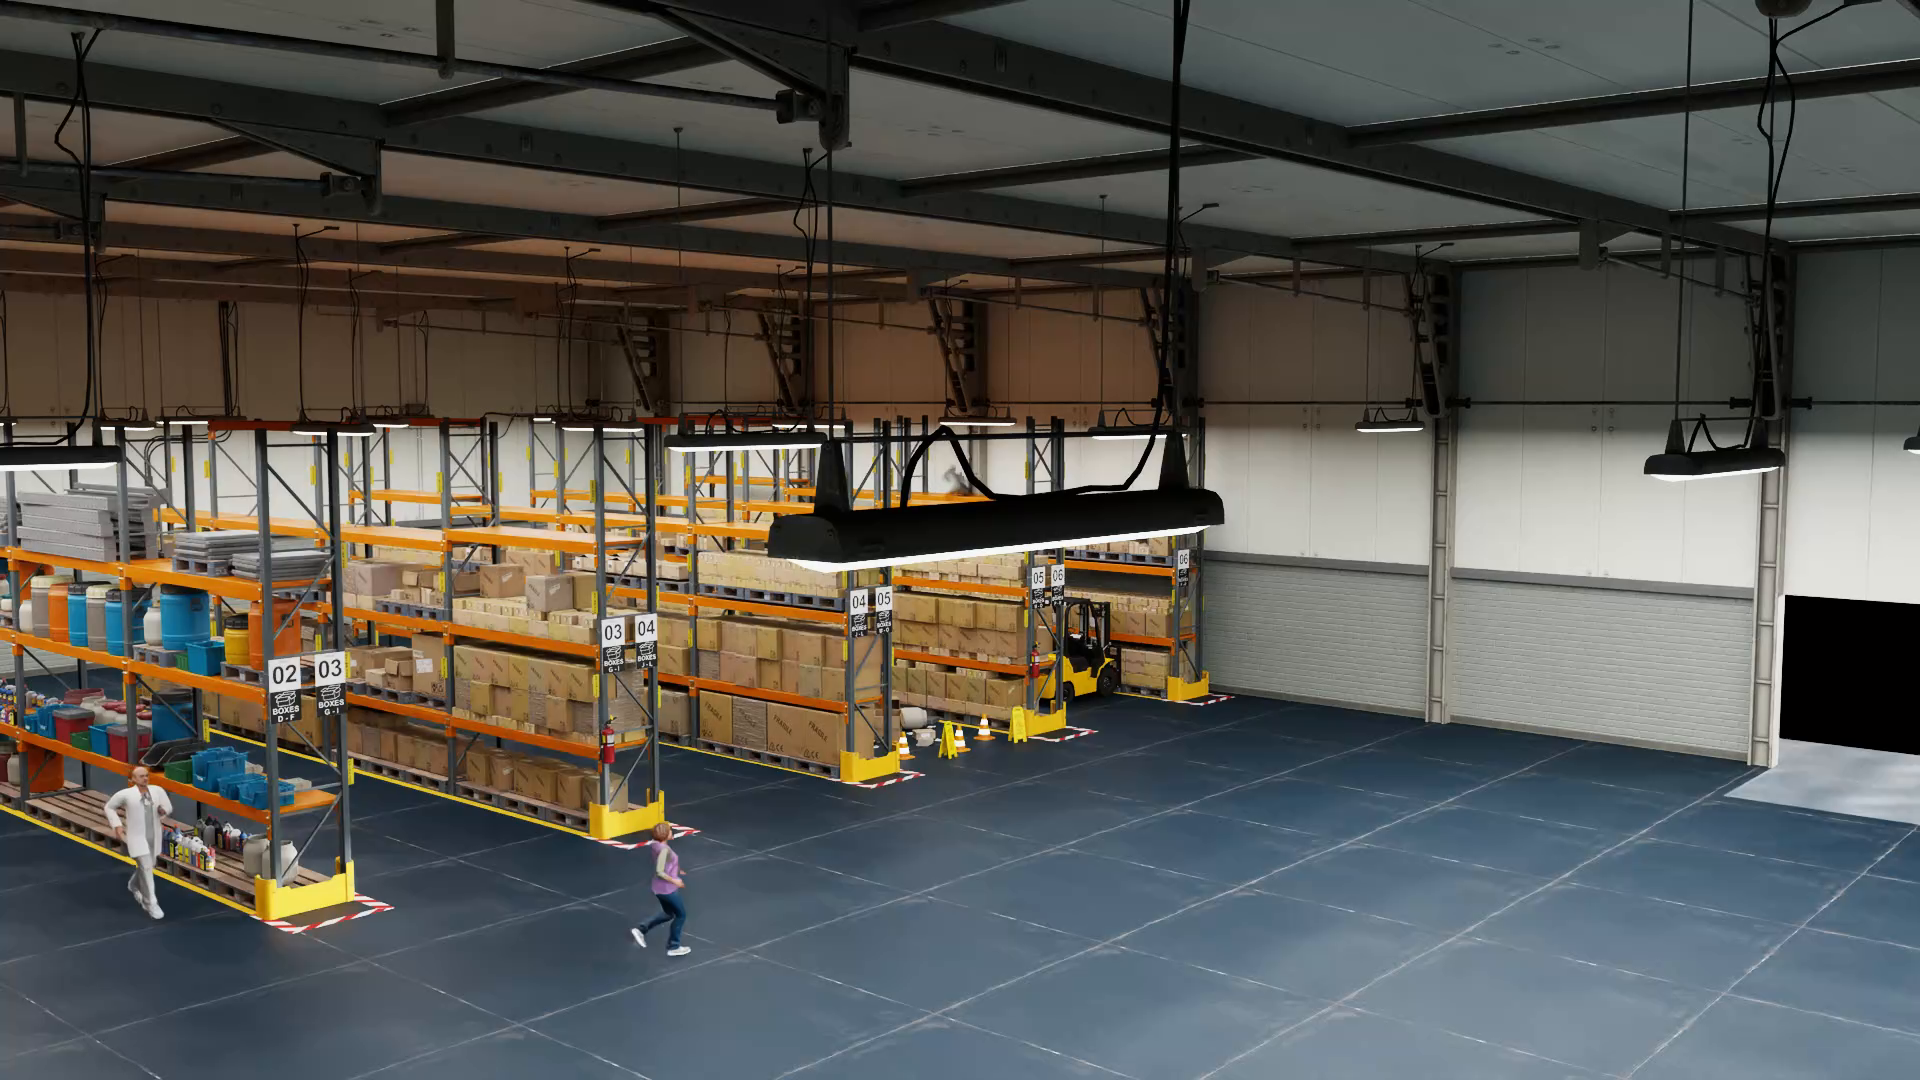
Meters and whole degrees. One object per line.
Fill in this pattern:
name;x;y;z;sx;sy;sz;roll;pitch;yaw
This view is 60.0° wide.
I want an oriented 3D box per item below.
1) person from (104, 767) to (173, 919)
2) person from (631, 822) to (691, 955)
person;-10.128;3.708;20.625;0.987;1.810;0.686;3;6;34
person;-3.397;3.981;18.916;0.666;1.552;0.541;-2;5;-24
